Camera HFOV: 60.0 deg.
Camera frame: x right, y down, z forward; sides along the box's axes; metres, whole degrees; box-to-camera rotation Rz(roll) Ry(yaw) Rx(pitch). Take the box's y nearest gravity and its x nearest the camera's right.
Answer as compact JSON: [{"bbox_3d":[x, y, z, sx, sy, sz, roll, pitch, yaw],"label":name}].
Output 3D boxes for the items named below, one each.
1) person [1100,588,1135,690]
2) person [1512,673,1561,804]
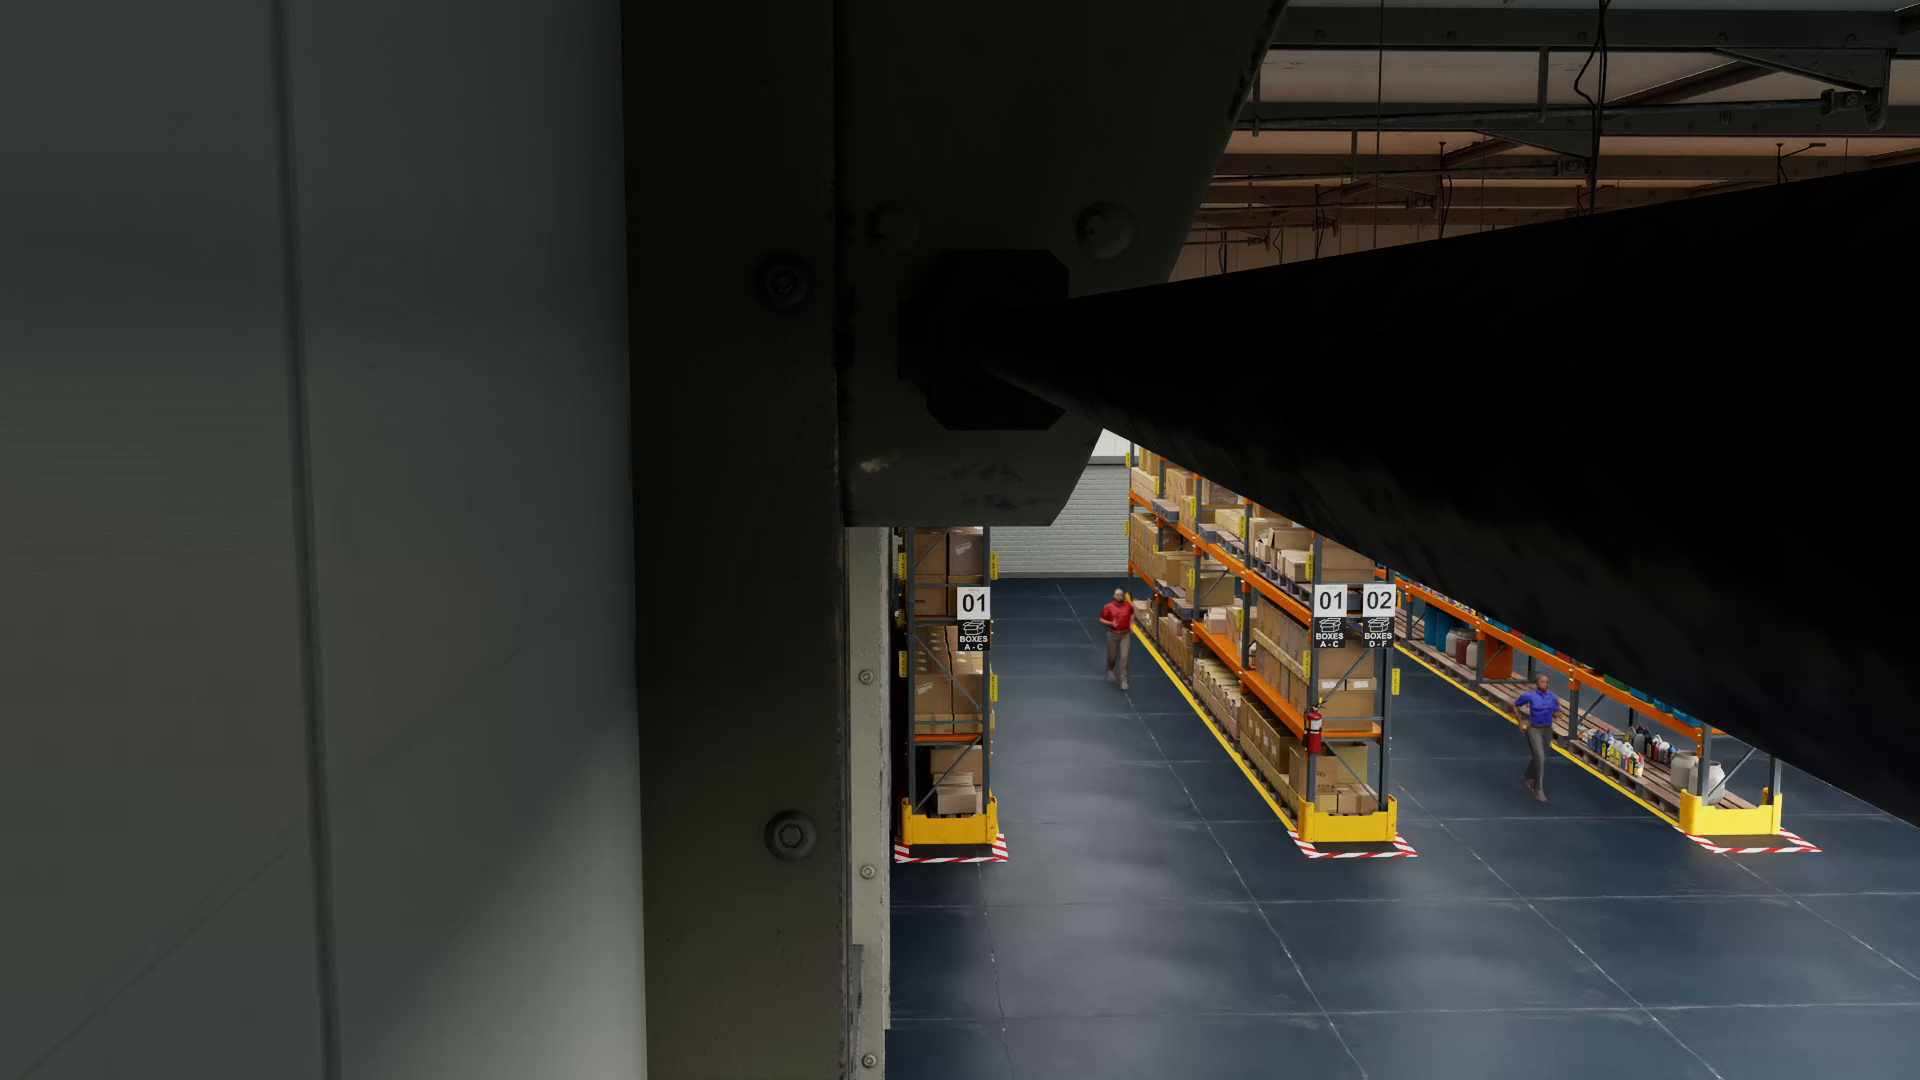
[{"bbox_3d":[2.789,1.705,29.277,0.668,1.713,0.941,-1,7,-6],"label":"person"},{"bbox_3d":[7.804,2.642,22.457,0.549,1.717,0.781,-2,8,-15],"label":"person"}]
